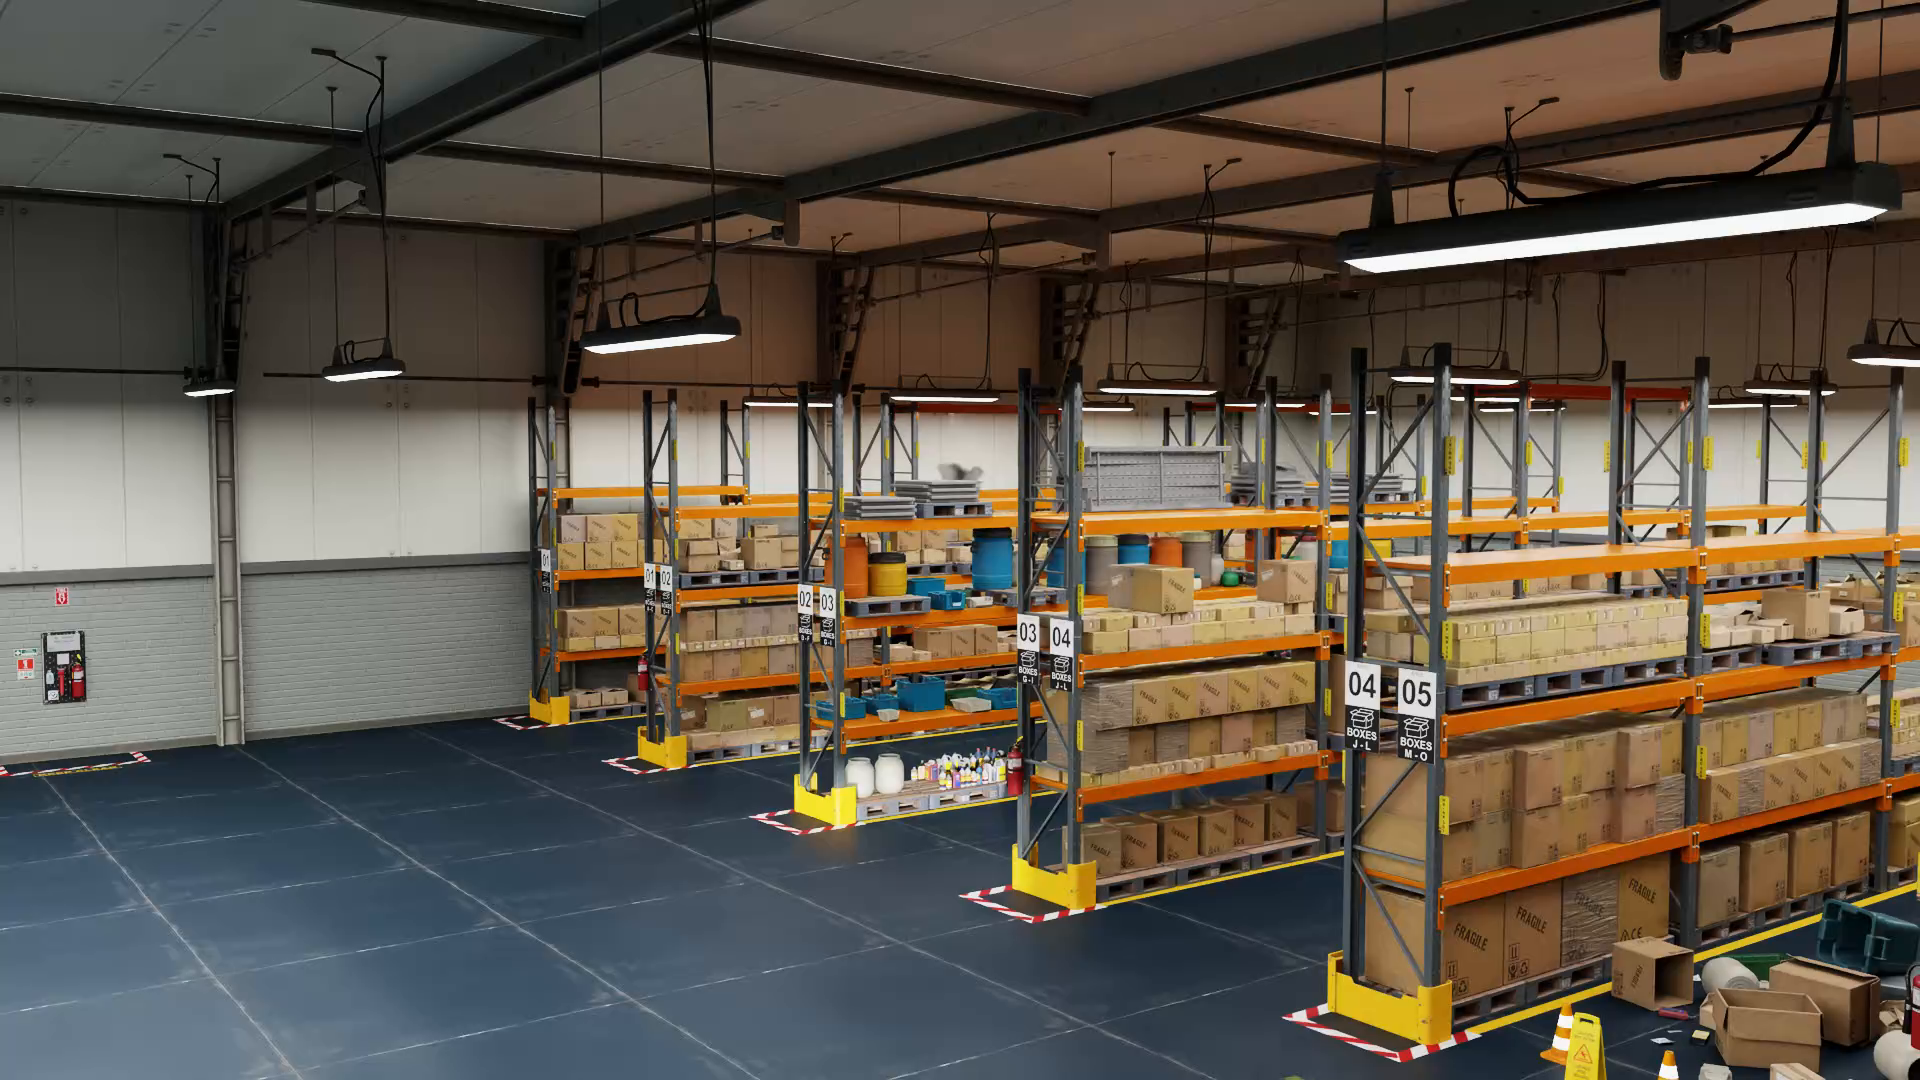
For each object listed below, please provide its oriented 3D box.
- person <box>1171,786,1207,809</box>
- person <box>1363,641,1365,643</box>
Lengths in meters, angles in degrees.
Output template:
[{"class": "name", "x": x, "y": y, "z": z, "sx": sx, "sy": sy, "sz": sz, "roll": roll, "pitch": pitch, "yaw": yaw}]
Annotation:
[{"class": "person", "x": 3.078, "y": 3.027, "z": 22.543, "sx": 0.690, "sy": 1.636, "sz": 0.522, "roll": -3, "pitch": 4, "yaw": -40}, {"class": "person", "x": 8.016, "y": 2.346, "z": 33.688, "sx": 0.660, "sy": 1.764, "sz": 0.786, "roll": 3, "pitch": 5, "yaw": 42}]
